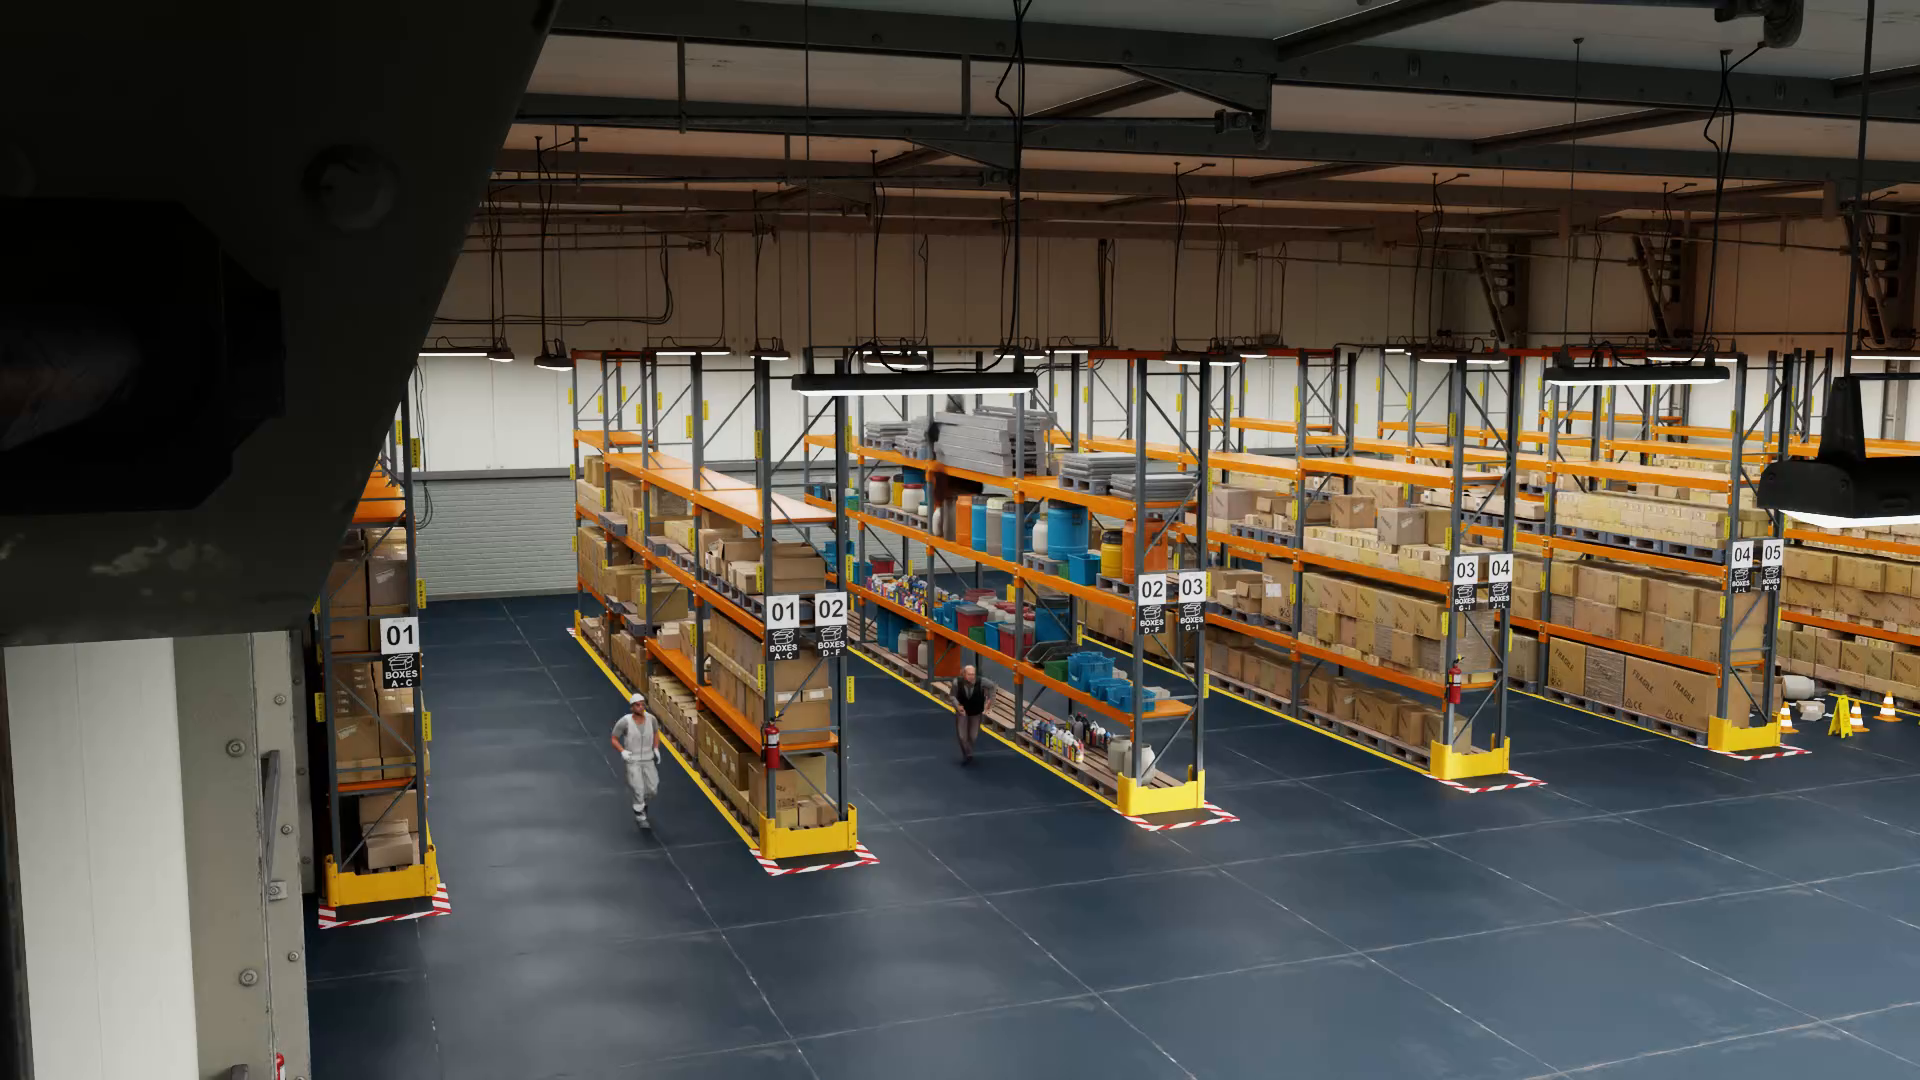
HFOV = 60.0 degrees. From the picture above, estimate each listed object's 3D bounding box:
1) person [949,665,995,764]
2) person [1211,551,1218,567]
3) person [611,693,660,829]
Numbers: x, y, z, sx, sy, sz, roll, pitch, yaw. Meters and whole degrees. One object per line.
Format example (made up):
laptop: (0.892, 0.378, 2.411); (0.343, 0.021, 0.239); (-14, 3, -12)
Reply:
person: (0.173, 2.544, 24.377); (0.679, 1.545, 0.838); (0, 7, -1)
person: (6.657, 0.227, 42.616); (0.523, 1.608, 0.829); (5, 9, 36)
person: (-4.144, 2.819, 21.332); (0.663, 1.745, 0.597); (-4, 8, -29)
